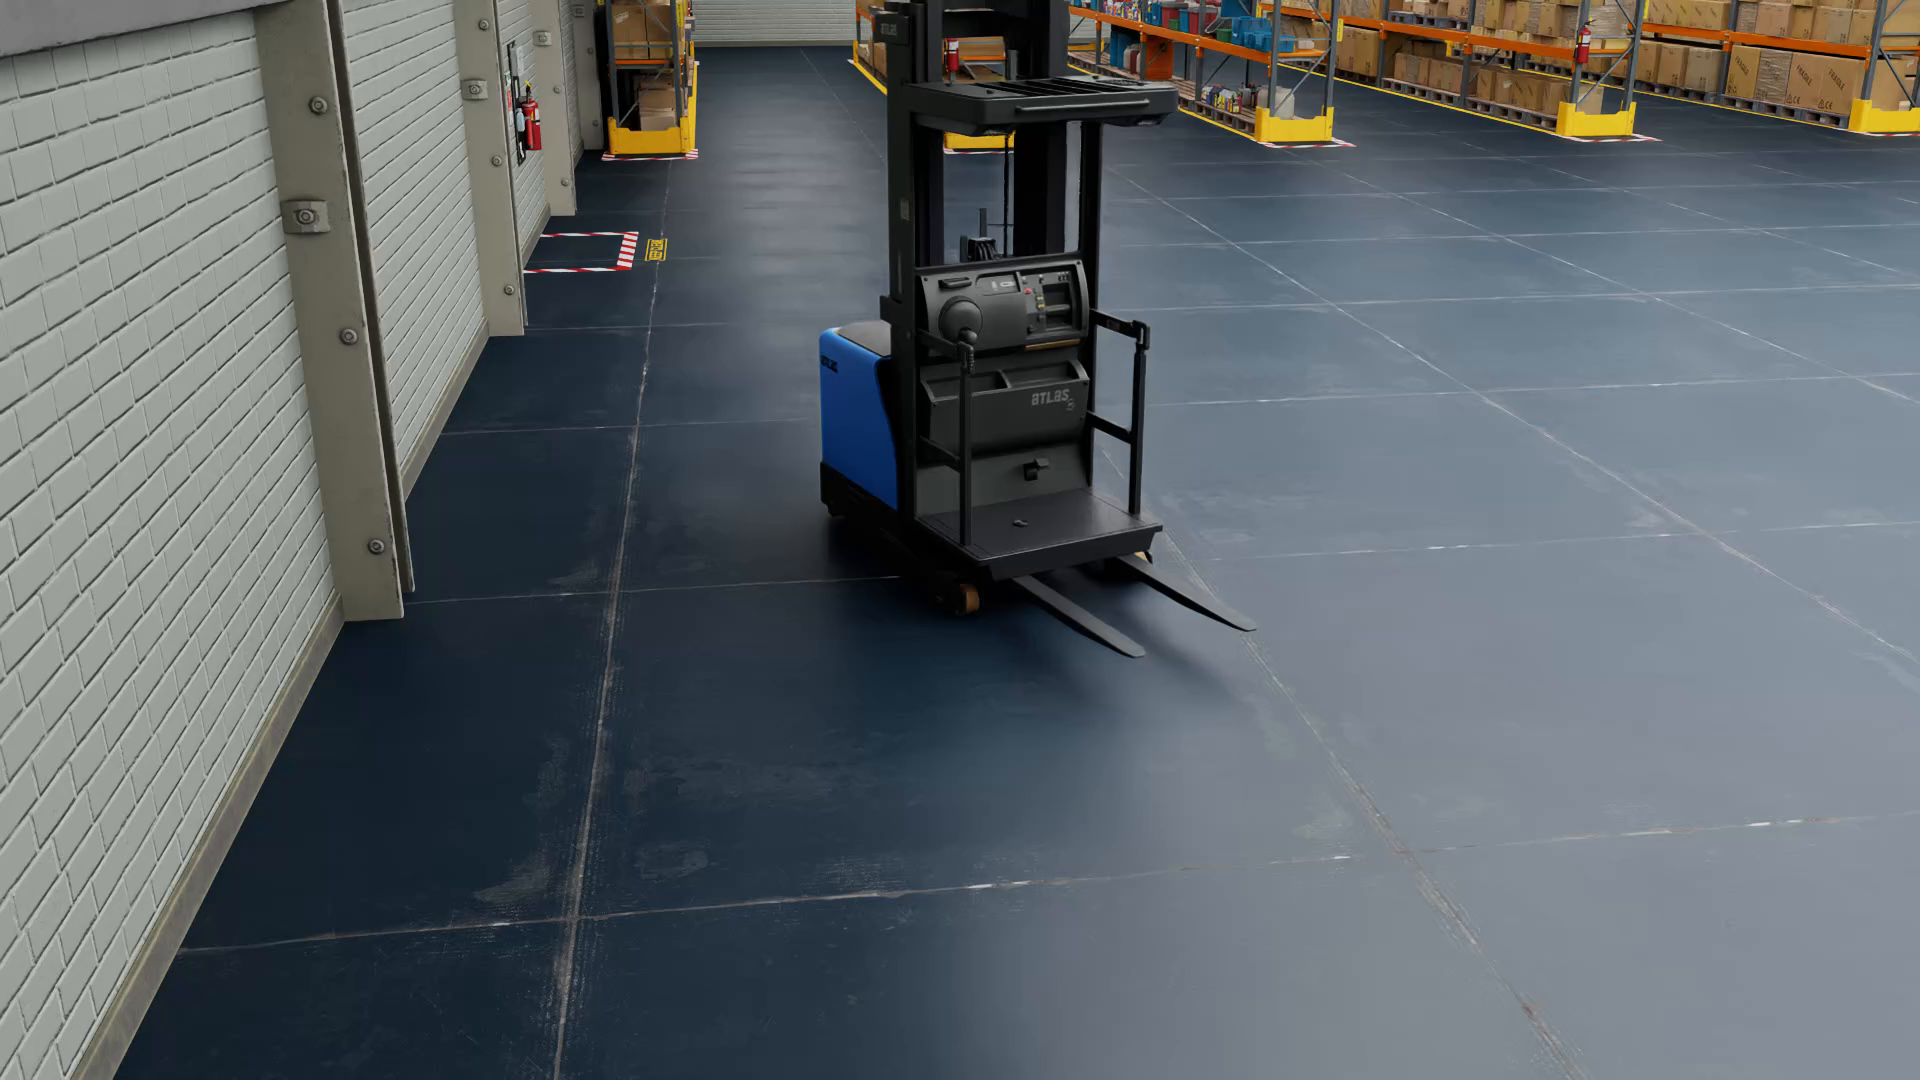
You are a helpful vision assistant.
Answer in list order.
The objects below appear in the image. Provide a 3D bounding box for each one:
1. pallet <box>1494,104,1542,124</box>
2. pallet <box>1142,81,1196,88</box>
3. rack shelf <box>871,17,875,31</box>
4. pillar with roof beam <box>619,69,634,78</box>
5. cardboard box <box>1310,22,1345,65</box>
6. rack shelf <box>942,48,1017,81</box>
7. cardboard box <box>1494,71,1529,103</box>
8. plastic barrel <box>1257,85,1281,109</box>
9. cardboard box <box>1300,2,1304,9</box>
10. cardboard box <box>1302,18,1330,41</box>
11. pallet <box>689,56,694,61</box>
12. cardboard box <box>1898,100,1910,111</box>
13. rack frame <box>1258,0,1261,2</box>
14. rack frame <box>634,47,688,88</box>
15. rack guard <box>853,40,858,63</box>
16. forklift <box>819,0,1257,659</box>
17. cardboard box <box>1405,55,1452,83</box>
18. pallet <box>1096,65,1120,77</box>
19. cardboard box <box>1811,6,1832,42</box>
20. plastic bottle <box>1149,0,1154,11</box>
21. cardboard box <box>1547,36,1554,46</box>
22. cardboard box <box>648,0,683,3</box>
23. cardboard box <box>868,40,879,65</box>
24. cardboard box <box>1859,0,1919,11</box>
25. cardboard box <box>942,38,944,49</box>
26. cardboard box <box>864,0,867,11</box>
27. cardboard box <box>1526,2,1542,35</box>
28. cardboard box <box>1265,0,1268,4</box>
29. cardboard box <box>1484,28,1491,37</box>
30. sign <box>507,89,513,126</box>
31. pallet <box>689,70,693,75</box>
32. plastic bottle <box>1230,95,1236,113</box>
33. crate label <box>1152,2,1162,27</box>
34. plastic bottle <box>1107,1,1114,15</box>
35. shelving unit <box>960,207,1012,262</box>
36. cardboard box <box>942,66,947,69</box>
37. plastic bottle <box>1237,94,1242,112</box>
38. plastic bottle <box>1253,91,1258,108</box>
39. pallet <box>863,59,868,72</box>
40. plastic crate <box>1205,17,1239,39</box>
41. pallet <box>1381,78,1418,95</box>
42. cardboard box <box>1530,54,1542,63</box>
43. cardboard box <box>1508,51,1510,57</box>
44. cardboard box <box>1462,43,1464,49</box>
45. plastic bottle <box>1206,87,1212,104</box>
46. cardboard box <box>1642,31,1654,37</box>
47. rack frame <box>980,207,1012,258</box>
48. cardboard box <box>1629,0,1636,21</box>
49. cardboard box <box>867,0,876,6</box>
[{"bbox_3d":[9.874,-7.289,28.430,1.003,0.211,1.213,-3,21,-8],"label":"pallet"},{"bbox_3d":[4.158,-8.808,32.497,1.003,0.211,1.213,-3,21,-8],"label":"pallet"},{"bbox_3d":[-1.105,-10.491,34.047,1.077,0.370,4.000,-3,21,-8],"label":"rack shelf"},{"bbox_3d":[-2.992,-14.496,35.167,9.100,9.000,0.400,-3,21,-8],"label":"pillar with roof beam"},{"bbox_3d":[8.522,-11.000,36.817,1.225,0.875,0.875,-3,21,-8],"label":"cardboard box"},{"bbox_3d":[0.048,-7.722,26.631,1.077,0.370,4.000,-3,21,-8],"label":"rack shelf"},{"bbox_3d":[9.671,-7.937,29.151,0.500,0.500,0.500,4,21,9],"label":"cardboard box"},{"bbox_3d":[4.995,-7.043,26.743,0.421,0.512,0.421,0,20,0],"label":"plastic barrel"},{"bbox_3d":[7.967,-12.169,37.869,0.380,0.149,0.250,-3,21,-9],"label":"cardboard box"},{"bbox_3d":[8.394,-11.453,38.031,0.875,0.875,0.875,-3,21,-8],"label":"cardboard box"},{"bbox_3d":[-6.679,-11.075,38.568,1.003,0.211,1.213,-3,21,-8],"label":"pallet"},{"bbox_3d":[16.556,-7.682,29.403,0.396,0.266,0.258,1,20,2],"label":"cardboard box"},{"bbox_3d":[7.833,-13.404,40.818,1.000,3.000,0.127,-3,21,-8],"label":"rack frame"},{"bbox_3d":[-5.719,-9.885,31.395,1.000,3.000,0.127,-3,21,-8],"label":"rack frame"},{"bbox_3d":[-1.959,-11.709,39.850,1.175,0.500,0.348,-3,21,-8],"label":"rack guard"},{"bbox_3d":[0.335,-1.176,8.175,1.130,2.935,3.031,-11,23,-26],"label":"forklift"},{"bbox_3d":[9.195,-9.247,32.631,0.700,0.500,0.500,-5,21,-12],"label":"cardboard box"},{"bbox_3d":[3.578,-10.194,36.208,1.003,0.211,1.213,-3,21,-8],"label":"pallet"},{"bbox_3d":[14.907,-8.666,27.916,0.875,0.550,0.550,-3,21,-8],"label":"cardboard box"},{"bbox_3d":[3.992,-11.009,34.475,0.144,0.351,0.185,-3,21,-8],"label":"plastic bottle"},{"bbox_3d":[9.751,-8.093,26.956,0.380,0.149,0.250,-3,21,-8],"label":"cardboard box"},{"bbox_3d":[-4.553,-8.115,25.770,0.500,0.500,0.500,-2,21,-6],"label":"cardboard box"},{"bbox_3d":[-1.757,-10.739,36.626,0.500,0.500,0.500,-3,21,-8],"label":"cardboard box"},{"bbox_3d":[15.047,-8.786,26.696,0.875,0.550,0.550,-3,21,-8],"label":"cardboard box"},{"bbox_3d":[0.056,-8.111,26.503,0.700,0.500,0.500,-2,21,-6],"label":"cardboard box"},{"bbox_3d":[-1.872,-12.084,37.140,0.500,0.500,0.500,-2,21,-7],"label":"cardboard box"},{"bbox_3d":[9.867,-8.585,27.346,0.875,0.500,0.500,-3,21,-8],"label":"cardboard box"},{"bbox_3d":[7.596,-13.058,40.250,0.380,0.149,0.250,-3,21,-9],"label":"cardboard box"},{"bbox_3d":[9.383,-8.870,29.036,0.380,0.149,0.250,-3,21,-8],"label":"cardboard box"},{"bbox_3d":[-4.361,-4.199,16.120,0.001,0.329,0.234,-3,21,-8],"label":"sign"},{"bbox_3d":[-6.109,-9.700,34.886,1.003,0.211,1.213,-3,21,-8],"label":"pallet"},{"bbox_3d":[4.505,-7.202,27.464,0.061,0.283,0.133,-2,21,-6],"label":"plastic bottle"},{"bbox_3d":[3.961,-10.043,31.769,0.502,0.435,0.616,-3,21,-8],"label":"crate label"},{"bbox_3d":[3.251,-11.405,35.643,0.152,0.276,0.135,-3,21,-8],"label":"plastic bottle"},{"bbox_3d":[0.311,-1.229,10.364,0.538,1.500,1.048,3,21,7],"label":"shelving unit"},{"bbox_3d":[-0.339,-7.488,27.237,0.500,0.500,0.500,-3,21,-8],"label":"cardboard box"},{"bbox_3d":[4.636,-7.256,27.611,0.061,0.283,0.133,-3,21,-8],"label":"plastic bottle"},{"bbox_3d":[5.028,-7.484,28.222,0.061,0.283,0.133,-3,21,-8],"label":"plastic bottle"},{"bbox_3d":[-1.671,-10.876,38.033,1.003,0.211,1.213,-3,21,-8],"label":"pallet"},{"bbox_3d":[4.611,-8.783,28.533,0.767,0.338,0.504,-3,21,-8],"label":"plastic crate"},{"bbox_3d":[9.097,-9.057,33.165,1.003,0.211,1.213,-3,21,-8],"label":"pallet"},{"bbox_3d":[13.176,-10.991,37.329,0.500,0.500,0.500,-2,21,-6],"label":"cardboard box"},{"bbox_3d":[12.984,-11.308,38.681,0.380,0.149,0.250,-2,21,-6],"label":"cardboard box"},{"bbox_3d":[12.633,-12.197,41.059,0.380,0.149,0.250,-3,21,-8],"label":"cardboard box"},{"bbox_3d":[4.347,-7.687,28.774,0.152,0.276,0.135,-2,21,-6],"label":"plastic bottle"},{"bbox_3d":[17.834,-12.677,41.932,0.875,0.438,0.875,-4,21,-10],"label":"cardboard box"},{"bbox_3d":[0.375,-1.406,10.837,0.500,1.500,0.032,3,21,7],"label":"rack frame"},{"bbox_3d":[13.707,-10.727,33.508,0.500,0.500,0.500,-3,21,-7],"label":"cardboard box"},{"bbox_3d":[-1.547,-11.589,35.215,0.700,0.500,0.500,-10,23,-26],"label":"cardboard box"}]
